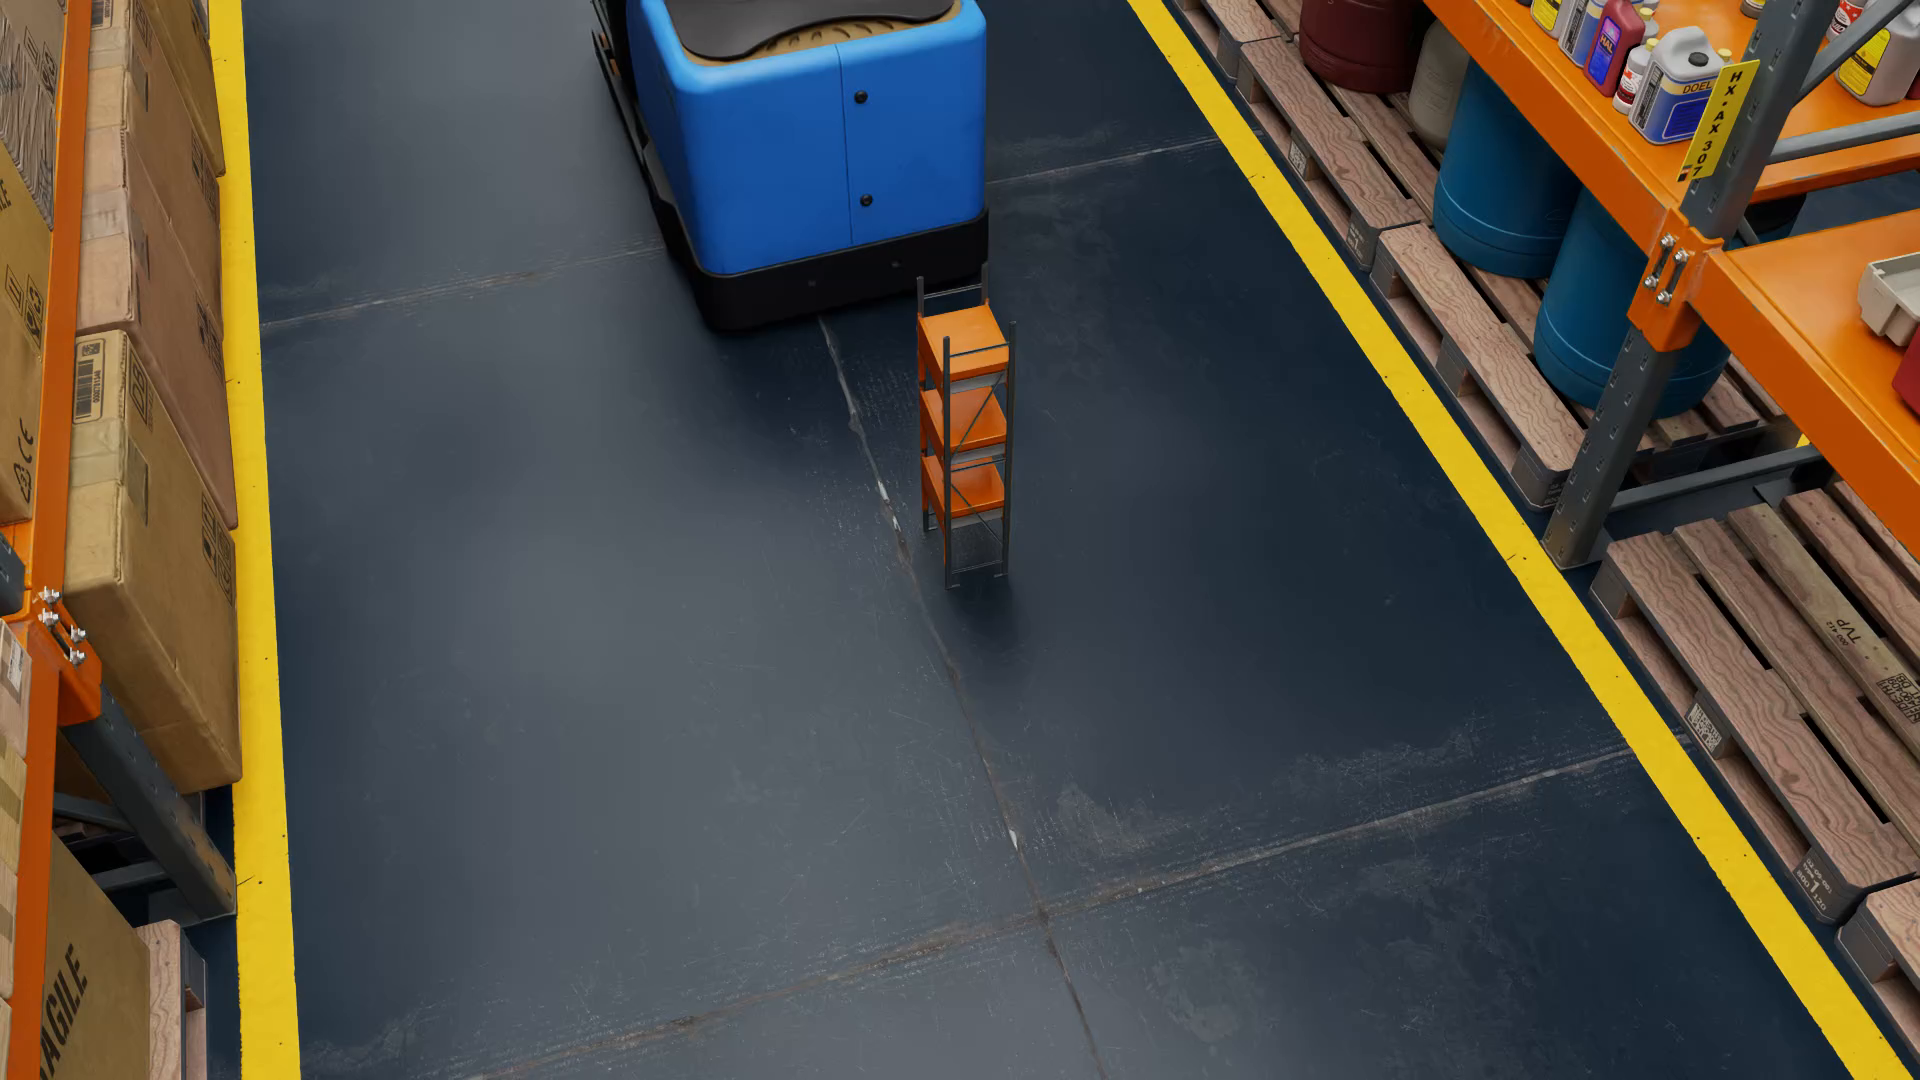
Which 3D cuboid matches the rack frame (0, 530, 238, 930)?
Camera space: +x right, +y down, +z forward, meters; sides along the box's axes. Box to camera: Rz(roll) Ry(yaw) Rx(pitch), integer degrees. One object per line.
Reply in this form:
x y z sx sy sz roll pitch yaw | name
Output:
-2.411 0.097 3.206 1.000 3.000 0.127 -13 51 -11 | rack frame

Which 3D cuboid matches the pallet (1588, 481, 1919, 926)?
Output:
2.575 0.404 4.771 1.003 0.211 1.213 -13 51 -11 | pallet

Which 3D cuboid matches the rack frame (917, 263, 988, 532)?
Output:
-0.020 -0.388 4.891 0.200 1.050 0.008 -13 51 -11 | rack frame

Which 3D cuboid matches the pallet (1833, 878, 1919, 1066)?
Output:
2.939 1.297 4.019 1.003 0.211 1.213 -13 51 -11 | pallet

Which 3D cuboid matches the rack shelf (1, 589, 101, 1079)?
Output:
-1.820 1.790 2.250 1.077 0.370 4.000 -13 51 -11 | rack shelf

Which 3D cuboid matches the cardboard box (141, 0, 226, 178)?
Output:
-3.410 -1.766 5.892 1.225 0.875 0.875 -15 52 -13 | cardboard box

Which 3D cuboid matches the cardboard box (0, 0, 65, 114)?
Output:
-2.763 -1.436 4.434 0.500 0.500 0.500 -12 51 -10 | cardboard box

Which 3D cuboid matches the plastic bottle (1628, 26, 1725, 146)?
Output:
1.895 -1.198 4.379 0.152 0.276 0.135 -13 51 -11 | plastic bottle

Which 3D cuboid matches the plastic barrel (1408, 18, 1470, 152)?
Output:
1.885 -1.707 6.080 0.421 0.512 0.421 0 50 0 | plastic barrel

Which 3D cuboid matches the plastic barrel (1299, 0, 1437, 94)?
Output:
1.632 -2.124 6.381 0.600 0.588 0.708 -13 51 -11 | plastic barrel

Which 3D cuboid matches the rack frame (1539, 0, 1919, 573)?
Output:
2.320 -1.023 4.150 1.000 3.000 0.127 -13 51 -11 | rack frame

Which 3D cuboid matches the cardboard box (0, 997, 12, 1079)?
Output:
-1.780 0.890 2.702 0.380 0.149 0.250 -12 51 -10 | cardboard box

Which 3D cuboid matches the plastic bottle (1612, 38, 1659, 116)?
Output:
1.834 -1.252 4.473 0.097 0.201 0.097 0 50 0 | plastic bottle

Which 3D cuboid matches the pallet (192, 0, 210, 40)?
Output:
-3.824 -2.497 7.217 1.003 0.211 1.213 -13 51 -11 | pallet

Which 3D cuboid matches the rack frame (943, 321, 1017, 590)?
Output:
0.052 -0.210 4.741 0.200 1.050 0.008 -13 51 -11 | rack frame

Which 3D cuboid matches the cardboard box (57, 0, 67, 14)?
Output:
-2.913 -1.808 4.747 0.500 0.500 0.500 -15 51 -12 | cardboard box

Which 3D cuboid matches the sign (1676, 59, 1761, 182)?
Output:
1.794 -0.989 3.941 0.100 0.325 0.005 -13 51 -11 | sign

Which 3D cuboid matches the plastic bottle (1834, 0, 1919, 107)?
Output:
2.514 -1.367 4.473 0.144 0.351 0.185 -13 51 -11 | plastic bottle

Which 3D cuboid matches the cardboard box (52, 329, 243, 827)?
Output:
-2.620 0.184 4.248 1.225 0.875 0.875 -13 51 -11 | cardboard box

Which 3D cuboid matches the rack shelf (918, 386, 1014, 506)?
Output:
0.016 -0.292 4.824 0.215 0.259 0.240 -13 51 -11 | rack shelf

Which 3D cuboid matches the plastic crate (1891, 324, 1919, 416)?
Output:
2.345 -0.354 3.505 0.402 0.464 0.583 -13 51 -11 | plastic crate

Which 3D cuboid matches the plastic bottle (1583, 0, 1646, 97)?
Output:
1.783 -1.359 4.510 0.061 0.283 0.133 -13 51 -11 | plastic bottle

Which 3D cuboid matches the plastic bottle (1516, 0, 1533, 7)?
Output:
1.681 -1.739 4.787 0.144 0.351 0.185 -13 51 -11 | plastic bottle

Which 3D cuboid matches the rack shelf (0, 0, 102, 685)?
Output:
-3.003 -1.132 4.713 1.077 0.370 4.000 -13 51 -11 | rack shelf

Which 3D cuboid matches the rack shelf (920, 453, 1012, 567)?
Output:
0.016 -0.113 5.036 0.215 0.259 0.240 -13 51 -11 | rack shelf

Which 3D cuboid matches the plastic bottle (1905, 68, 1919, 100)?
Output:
2.619 -1.349 4.502 0.061 0.283 0.133 -13 51 -11 | plastic bottle

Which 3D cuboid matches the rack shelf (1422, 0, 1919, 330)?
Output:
1.729 -2.252 5.657 1.077 0.370 4.000 -13 51 -11 | rack shelf

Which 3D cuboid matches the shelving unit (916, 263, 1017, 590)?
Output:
0.016 -0.299 4.816 0.215 1.050 0.252 -13 51 -11 | shelving unit

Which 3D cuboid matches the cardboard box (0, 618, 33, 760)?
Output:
-2.008 0.327 3.177 0.380 0.149 0.250 -13 51 -11 | cardboard box

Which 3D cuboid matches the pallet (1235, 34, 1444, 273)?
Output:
1.767 -1.590 6.452 1.003 0.211 1.213 -13 51 -11 | pallet

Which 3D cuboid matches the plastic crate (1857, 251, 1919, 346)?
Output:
2.321 -0.585 3.914 0.396 0.136 0.243 -13 51 -11 | plastic crate

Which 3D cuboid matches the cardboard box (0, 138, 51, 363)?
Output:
-2.458 -0.695 3.808 0.500 0.500 0.500 -13 51 -11 | cardboard box

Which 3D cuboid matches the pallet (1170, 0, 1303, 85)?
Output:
1.410 -2.479 7.202 1.003 0.211 1.213 -13 51 -11 | pallet

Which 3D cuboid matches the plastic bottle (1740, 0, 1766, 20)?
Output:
2.325 -1.608 4.774 0.097 0.201 0.097 0 50 0 | plastic bottle

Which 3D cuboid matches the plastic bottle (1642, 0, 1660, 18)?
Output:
1.900 -1.482 4.667 0.097 0.201 0.097 0 50 0 | plastic bottle

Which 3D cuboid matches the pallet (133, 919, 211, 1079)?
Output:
-2.261 1.569 3.789 1.003 0.211 1.213 -13 51 -11 | pallet

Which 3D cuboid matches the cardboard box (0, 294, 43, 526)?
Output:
-2.308 -0.328 3.499 0.500 0.500 0.500 -13 51 -11 | cardboard box

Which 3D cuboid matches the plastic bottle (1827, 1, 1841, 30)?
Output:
2.499 -1.594 4.716 0.097 0.271 0.097 0 50 0 | plastic bottle

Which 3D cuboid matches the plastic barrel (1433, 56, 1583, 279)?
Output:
1.966 -1.400 5.566 0.600 0.901 0.708 -13 51 -11 | plastic barrel

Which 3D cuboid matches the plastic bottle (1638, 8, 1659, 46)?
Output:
1.853 -1.363 4.567 0.097 0.201 0.097 0 50 0 | plastic bottle

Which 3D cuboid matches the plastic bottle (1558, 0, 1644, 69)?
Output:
1.787 -1.464 4.604 0.152 0.276 0.135 -13 51 -11 | plastic bottle

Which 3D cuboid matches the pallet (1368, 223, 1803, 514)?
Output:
2.132 -0.697 5.699 1.003 0.211 1.213 -13 51 -11 | pallet

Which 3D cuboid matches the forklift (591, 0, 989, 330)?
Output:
-0.867 -2.829 5.718 1.130 2.935 3.031 -15 52 -12 | forklift

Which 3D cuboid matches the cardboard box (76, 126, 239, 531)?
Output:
-2.885 -0.469 4.798 1.225 0.875 0.875 -15 51 -12 | cardboard box

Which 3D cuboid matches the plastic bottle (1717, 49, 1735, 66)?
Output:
2.008 -1.215 4.443 0.097 0.201 0.097 0 50 0 | plastic bottle

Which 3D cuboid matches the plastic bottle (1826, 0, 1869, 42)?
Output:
2.528 -1.501 4.683 0.097 0.201 0.097 0 50 0 | plastic bottle

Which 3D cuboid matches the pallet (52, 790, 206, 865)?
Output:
-2.711 0.449 4.733 1.003 0.211 1.213 -13 51 -11 | pallet

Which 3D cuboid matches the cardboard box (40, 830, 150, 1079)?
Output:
-2.292 1.147 3.436 0.875 0.875 0.875 -13 51 -11 | cardboard box

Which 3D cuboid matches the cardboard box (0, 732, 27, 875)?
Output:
-1.932 0.515 3.018 0.380 0.149 0.250 -12 51 -10 | cardboard box

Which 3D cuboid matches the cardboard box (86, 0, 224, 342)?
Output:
-3.154 -1.113 5.342 1.225 0.875 0.875 -13 51 -11 | cardboard box

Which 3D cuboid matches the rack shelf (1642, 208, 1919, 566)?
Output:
2.912 0.670 3.194 1.077 0.370 4.000 -13 51 -11 | rack shelf

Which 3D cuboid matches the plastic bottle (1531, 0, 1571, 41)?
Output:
1.736 -1.604 4.673 0.144 0.351 0.185 -13 51 -11 | plastic bottle

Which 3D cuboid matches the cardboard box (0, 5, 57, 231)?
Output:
-2.606 -1.060 4.116 0.500 0.500 0.500 -14 51 -12 | cardboard box

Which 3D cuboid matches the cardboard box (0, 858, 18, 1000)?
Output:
-1.856 0.702 2.860 0.380 0.149 0.250 -14 51 -12 | cardboard box

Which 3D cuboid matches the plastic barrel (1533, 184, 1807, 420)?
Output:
2.176 -0.883 5.130 0.600 0.901 0.708 -13 51 -11 | plastic barrel

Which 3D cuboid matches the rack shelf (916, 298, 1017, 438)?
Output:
0.016 -0.475 4.607 0.215 0.259 0.240 -13 51 -11 | rack shelf
